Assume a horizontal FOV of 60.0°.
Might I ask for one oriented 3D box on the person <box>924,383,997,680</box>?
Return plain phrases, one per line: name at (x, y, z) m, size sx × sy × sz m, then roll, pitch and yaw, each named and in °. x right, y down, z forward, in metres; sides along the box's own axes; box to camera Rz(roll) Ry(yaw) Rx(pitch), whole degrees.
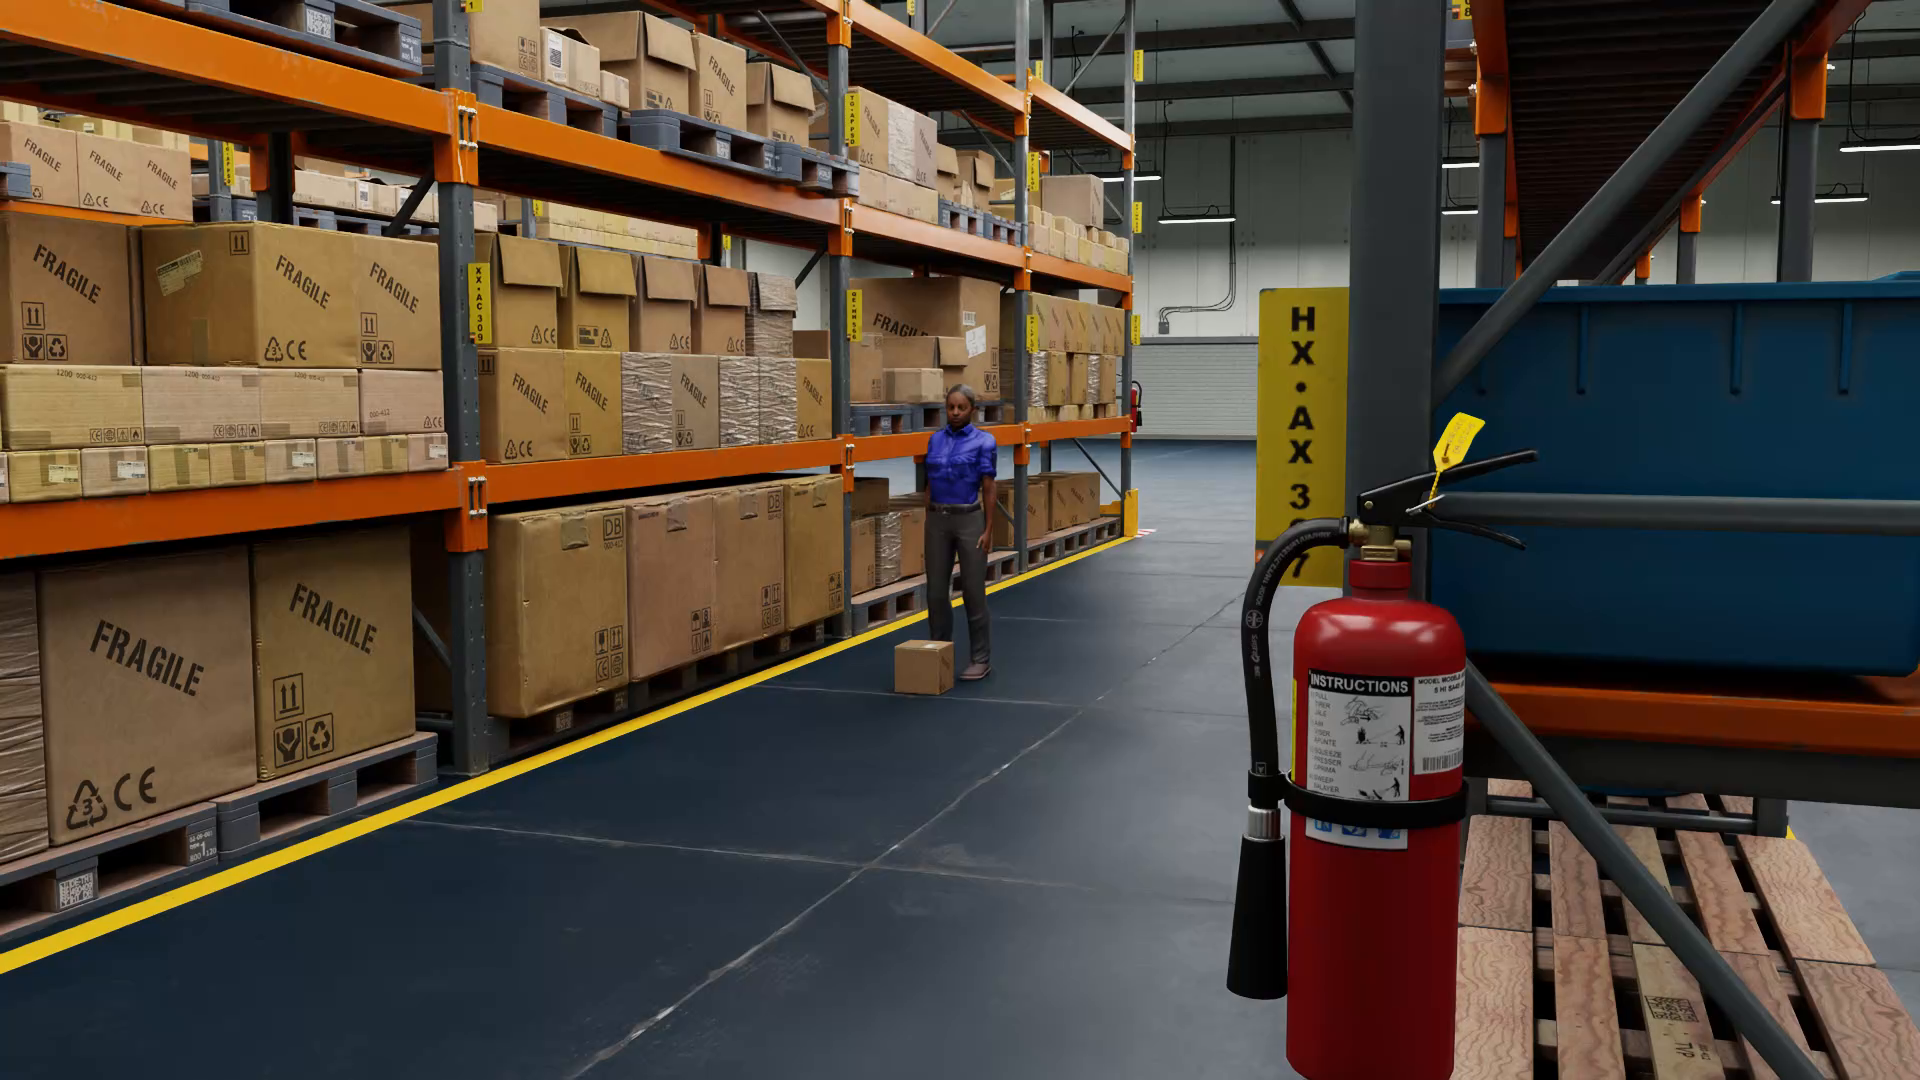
person at (-0.005, -0.050, 9.344) m, size 0.432 × 1.656 × 0.299 m, roll 2°, pitch 6°, yaw 23°
